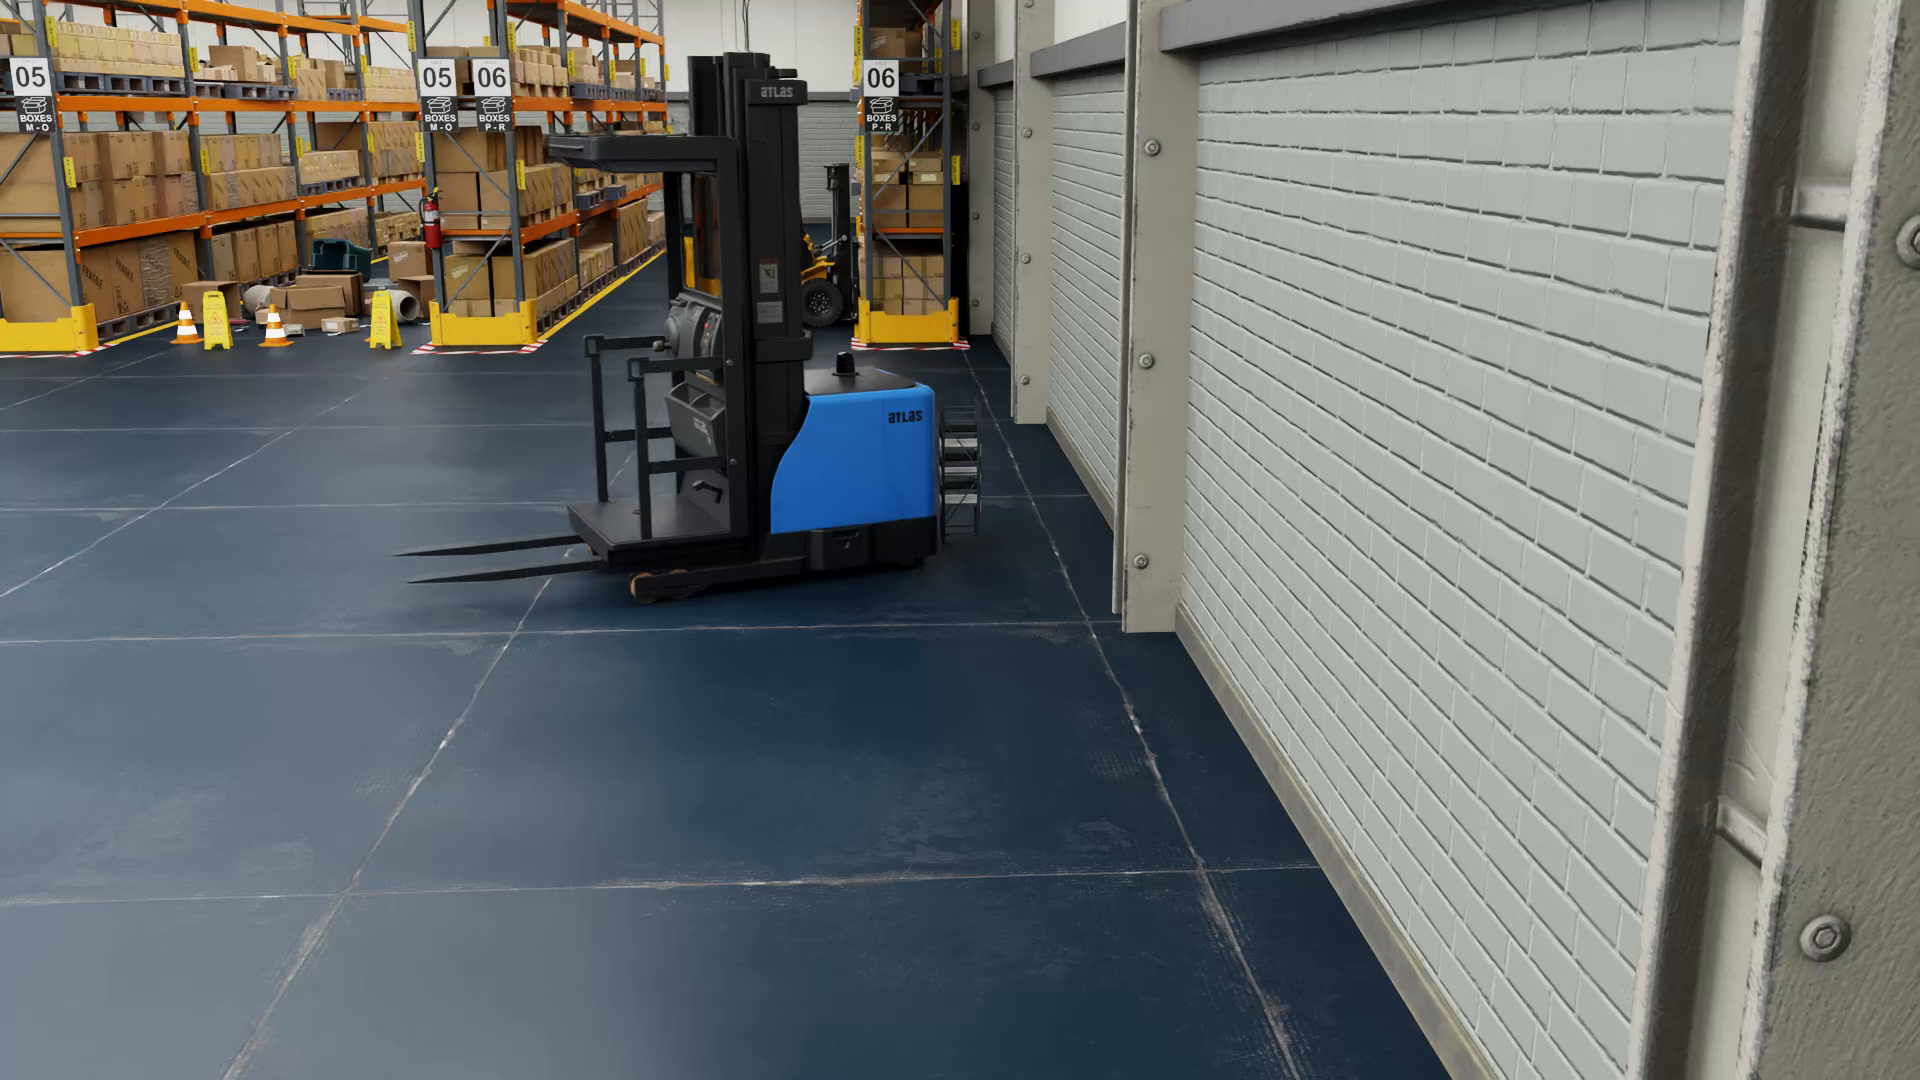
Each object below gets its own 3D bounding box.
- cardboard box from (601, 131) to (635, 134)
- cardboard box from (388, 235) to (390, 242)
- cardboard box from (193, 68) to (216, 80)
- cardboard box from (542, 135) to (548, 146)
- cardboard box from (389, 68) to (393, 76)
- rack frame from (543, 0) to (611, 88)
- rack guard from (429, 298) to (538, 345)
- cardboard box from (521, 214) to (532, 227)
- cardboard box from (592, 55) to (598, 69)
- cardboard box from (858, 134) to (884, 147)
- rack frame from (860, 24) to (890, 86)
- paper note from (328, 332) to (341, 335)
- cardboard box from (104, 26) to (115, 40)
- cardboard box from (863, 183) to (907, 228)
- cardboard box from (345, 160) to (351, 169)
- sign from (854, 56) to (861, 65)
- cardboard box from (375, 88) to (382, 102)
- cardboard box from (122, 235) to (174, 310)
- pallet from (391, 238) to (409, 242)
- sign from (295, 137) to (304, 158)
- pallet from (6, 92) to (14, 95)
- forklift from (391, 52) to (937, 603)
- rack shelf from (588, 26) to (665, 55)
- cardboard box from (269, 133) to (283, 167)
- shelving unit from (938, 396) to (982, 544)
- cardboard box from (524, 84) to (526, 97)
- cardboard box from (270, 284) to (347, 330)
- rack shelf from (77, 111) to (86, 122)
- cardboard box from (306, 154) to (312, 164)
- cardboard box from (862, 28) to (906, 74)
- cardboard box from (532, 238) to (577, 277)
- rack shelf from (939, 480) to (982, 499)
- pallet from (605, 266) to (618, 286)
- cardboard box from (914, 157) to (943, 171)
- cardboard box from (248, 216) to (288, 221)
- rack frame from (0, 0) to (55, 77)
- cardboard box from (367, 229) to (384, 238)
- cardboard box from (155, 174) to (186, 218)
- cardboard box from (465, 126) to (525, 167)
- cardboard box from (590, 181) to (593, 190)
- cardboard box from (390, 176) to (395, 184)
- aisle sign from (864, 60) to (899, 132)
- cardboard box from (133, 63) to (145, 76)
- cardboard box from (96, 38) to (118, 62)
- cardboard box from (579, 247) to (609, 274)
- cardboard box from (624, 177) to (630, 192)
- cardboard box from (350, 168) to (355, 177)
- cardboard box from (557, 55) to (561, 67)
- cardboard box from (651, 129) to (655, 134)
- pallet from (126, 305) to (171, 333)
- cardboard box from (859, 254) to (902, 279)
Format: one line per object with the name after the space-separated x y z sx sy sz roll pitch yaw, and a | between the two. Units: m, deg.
-5.975 -6.898 29.108 0.500 0.500 0.500 0 14 -2 | cardboard box
-11.090 -5.734 31.669 0.380 0.149 0.250 -1 14 -5 | cardboard box
-10.560 -6.481 23.135 0.250 0.149 0.380 -1 14 -3 | cardboard box
-6.119 -5.730 23.835 0.380 0.149 0.250 -1 14 -5 | cardboard box
-11.100 -8.975 31.865 0.380 0.149 0.250 -1 14 -5 | cardboard box
-6.057 -8.638 26.039 1.000 3.000 0.127 -1 14 -3 | rack frame
-5.566 -2.551 19.439 1.175 0.500 0.348 -1 14 -3 | rack guard
-5.341 -3.839 19.930 0.380 0.149 0.250 -1 14 -5 | cardboard box
-6.231 -7.530 26.703 0.797 0.503 0.637 -2 15 -7 | cardboard box
-1.746 -7.744 32.804 0.500 0.500 0.500 -1 14 -2 | cardboard box
-1.103 -8.715 26.340 1.000 3.000 0.127 -1 14 -3 | rack frame
-7.607 -2.509 20.218 0.148 0.019 0.142 -6 16 -23 | paper note
-10.276 -6.014 19.723 0.380 0.149 0.250 -1 14 -4 | cardboard box
-0.900 -3.987 19.803 0.500 0.500 0.500 -1 14 -5 | cardboard box
-10.988 -6.628 29.333 0.380 0.149 0.250 0 14 -1 | cardboard box
-1.396 -6.660 22.702 0.100 0.325 0.005 -1 14 -3 | sign
-11.045 -8.249 30.850 0.500 0.250 0.500 -1 14 -4 | cardboard box
-10.715 -3.429 21.255 0.875 0.875 0.875 -1 14 -3 | cardboard box
-11.395 -5.746 32.435 1.003 0.211 1.213 -1 14 -3 | pallet
-10.438 -6.201 26.284 0.100 0.325 0.005 -1 14 -3 | sign
-16.113 -7.378 27.542 1.003 0.211 1.213 0 14 -1 | pallet
-1.693 -1.219 9.384 3.031 2.935 1.130 -7 16 -25 | forklift
-6.429 -9.588 31.978 1.077 0.370 4.000 -1 14 -3 | rack shelf
-10.974 -6.052 25.820 0.700 0.500 0.500 -1 14 -4 | cardboard box
-0.001 -0.438 10.422 0.258 0.900 0.210 -1 14 -3 | shelving unit
-5.386 -5.353 19.796 0.380 0.149 0.250 -1 14 -4 | cardboard box
-8.197 -2.932 20.911 0.797 0.503 0.637 -13 20 -42 | cardboard box
-16.072 -7.181 27.841 1.077 0.370 4.000 -1 14 -3 | rack shelf
-10.857 -6.247 27.252 0.380 0.149 0.250 -1 14 -4 | cardboard box
-0.878 -5.680 19.317 0.500 0.500 0.500 0 14 -2 | cardboard box
-5.505 -3.830 22.561 0.500 0.500 0.500 -1 14 -4 | cardboard box
-0.001 -0.318 10.453 0.258 0.077 0.200 -1 14 -3 | rack shelf
-6.010 -4.188 26.378 1.003 0.211 1.213 -1 14 -3 | pallet
-0.369 -4.481 19.823 0.380 0.149 0.250 0 14 -2 | cardboard box
-11.295 -5.153 27.203 0.500 0.250 0.500 -1 14 -5 | cardboard box
-10.496 -6.547 17.911 1.000 3.000 0.127 -1 14 -3 | rack frame
-10.942 -5.688 30.894 0.380 0.149 0.250 0 14 -1 | cardboard box
-10.652 -4.481 21.621 0.875 0.550 0.550 -1 14 -3 | cardboard box
-5.861 -4.921 20.827 0.700 0.500 0.500 -1 14 -4 | cardboard box
-5.616 -5.219 24.454 0.380 0.149 0.250 -1 14 -3 | cardboard box
-11.060 -6.906 31.853 0.380 0.149 0.250 0 14 -1 | cardboard box
-0.897 -5.059 18.950 0.394 0.787 0.004 -1 14 -3 | aisle sign
-10.321 -5.817 20.554 0.380 0.149 0.250 -1 14 -4 | cardboard box
-10.334 -5.793 19.662 0.500 0.250 0.500 -1 14 -4 | cardboard box
-5.978 -4.339 25.802 0.950 0.372 0.625 -1 14 -5 | cardboard box
-5.912 -6.043 28.296 0.500 0.250 0.500 0 14 -2 | cardboard box
-11.000 -6.547 29.614 0.380 0.149 0.250 -1 14 -3 | cardboard box
-5.479 -6.316 21.938 0.380 0.149 0.250 -1 14 -5 | cardboard box
-6.138 -7.635 31.975 0.500 0.500 0.500 -1 14 -2 | cardboard box
-10.696 -2.791 20.951 1.003 0.211 1.213 -1 14 -3 | pallet
-0.947 -3.286 19.947 0.500 0.250 0.500 0 14 -2 | cardboard box
